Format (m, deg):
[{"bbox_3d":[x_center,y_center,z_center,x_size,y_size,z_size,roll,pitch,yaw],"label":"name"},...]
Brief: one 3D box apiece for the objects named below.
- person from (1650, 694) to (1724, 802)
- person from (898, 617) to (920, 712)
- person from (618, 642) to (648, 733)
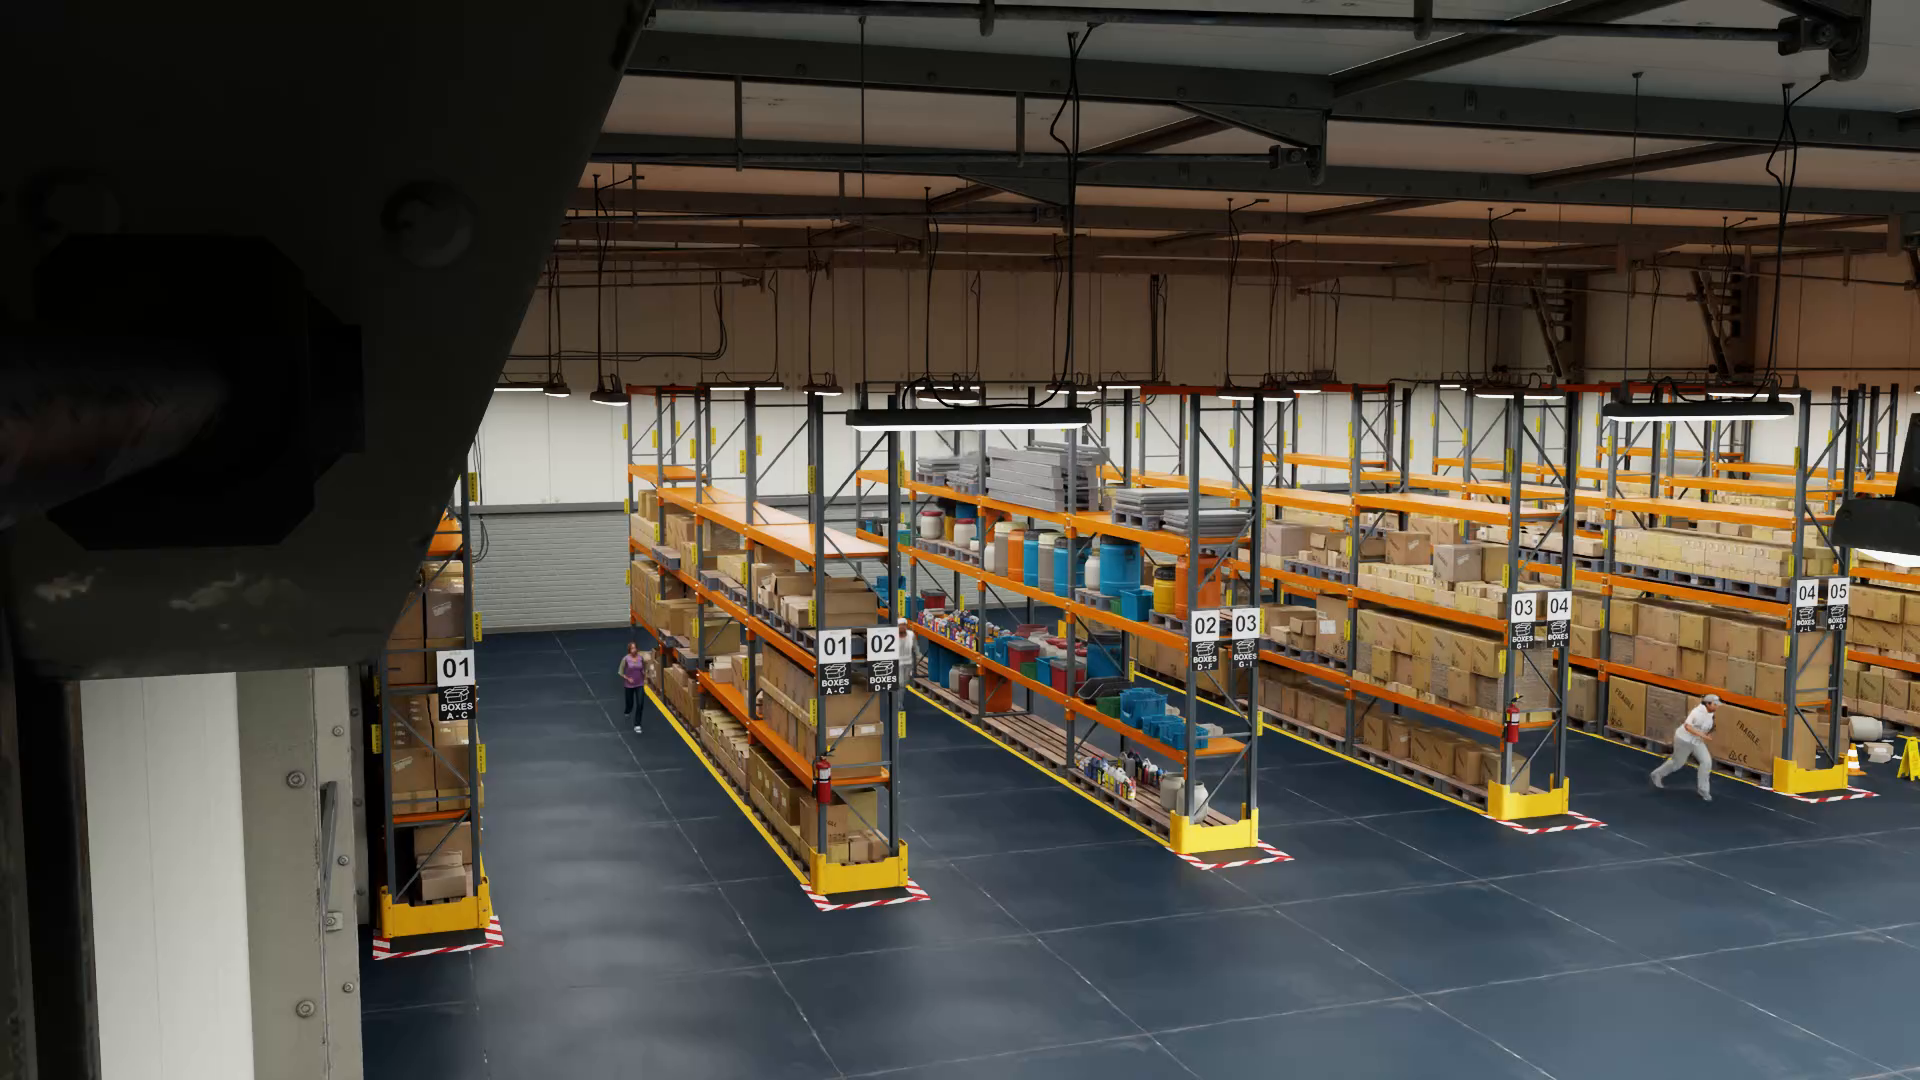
[{"bbox_3d":[10.776,3.032,24.651,0.648,1.627,1.036,-5,8,-43],"label":"person"},{"bbox_3d":[-1.075,2.313,30.555,0.677,1.813,0.794,-2,6,-22],"label":"person"},{"bbox_3d":[-5.697,2.559,29.092,0.544,1.559,0.641,-3,6,-24],"label":"person"}]
